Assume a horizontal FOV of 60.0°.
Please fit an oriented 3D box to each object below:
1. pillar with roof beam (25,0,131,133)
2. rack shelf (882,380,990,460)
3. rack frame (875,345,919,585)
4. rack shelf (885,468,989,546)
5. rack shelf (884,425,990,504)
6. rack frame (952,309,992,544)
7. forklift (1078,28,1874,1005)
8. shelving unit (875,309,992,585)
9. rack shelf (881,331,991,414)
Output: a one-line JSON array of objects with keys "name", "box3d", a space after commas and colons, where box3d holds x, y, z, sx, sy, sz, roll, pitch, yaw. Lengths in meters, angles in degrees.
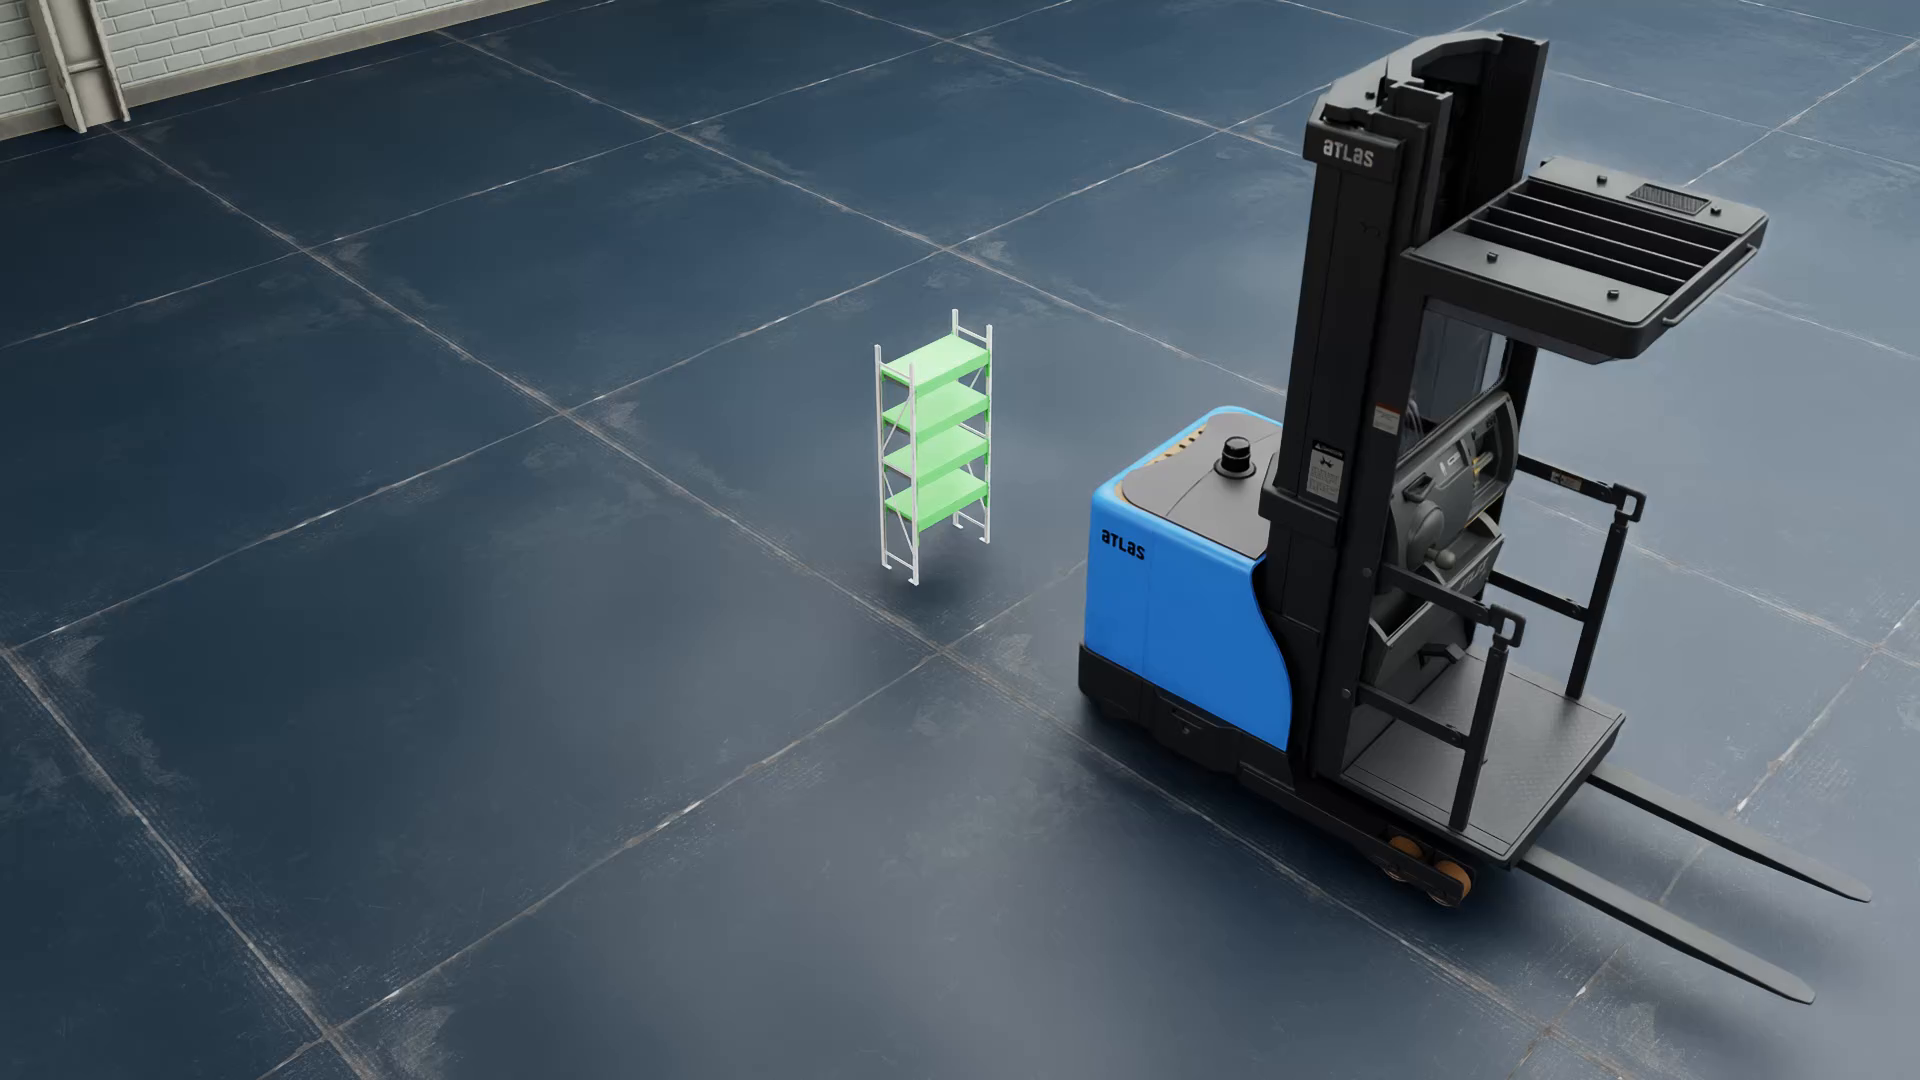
[{"name": "pillar with roof beam", "box3d": [-3.641, -5.205, 7.847, 9.100, 9.000, 0.400, 30, 45, 35]}, {"name": "rack shelf", "box3d": [-0.117, -0.569, 7.710, 0.258, 0.148, 0.480, 30, 45, 35]}, {"name": "rack frame", "box3d": [-0.289, -0.326, 7.668, 0.240, 1.200, 0.015, 30, 45, 35]}, {"name": "rack shelf", "box3d": [-0.117, -0.176, 7.984, 0.258, 0.148, 0.480, 30, 45, 35]}, {"name": "rack shelf", "box3d": [-0.117, -0.373, 7.847, 0.258, 0.148, 0.480, 30, 45, 35]}, {"name": "rack frame", "box3d": [0.055, -0.524, 7.952, 0.240, 1.200, 0.015, 30, 45, 35]}, {"name": "forklift", "box3d": [1.953, -0.166, 5.926, 3.031, 2.935, 1.130, 27, 43, 33]}, {"name": "shelving unit", "box3d": [-0.117, -0.425, 7.810, 0.258, 1.200, 0.503, 30, 45, 35]}, {"name": "rack shelf", "box3d": [-0.117, -0.766, 7.572, 0.258, 0.148, 0.480, 30, 45, 35]}]
